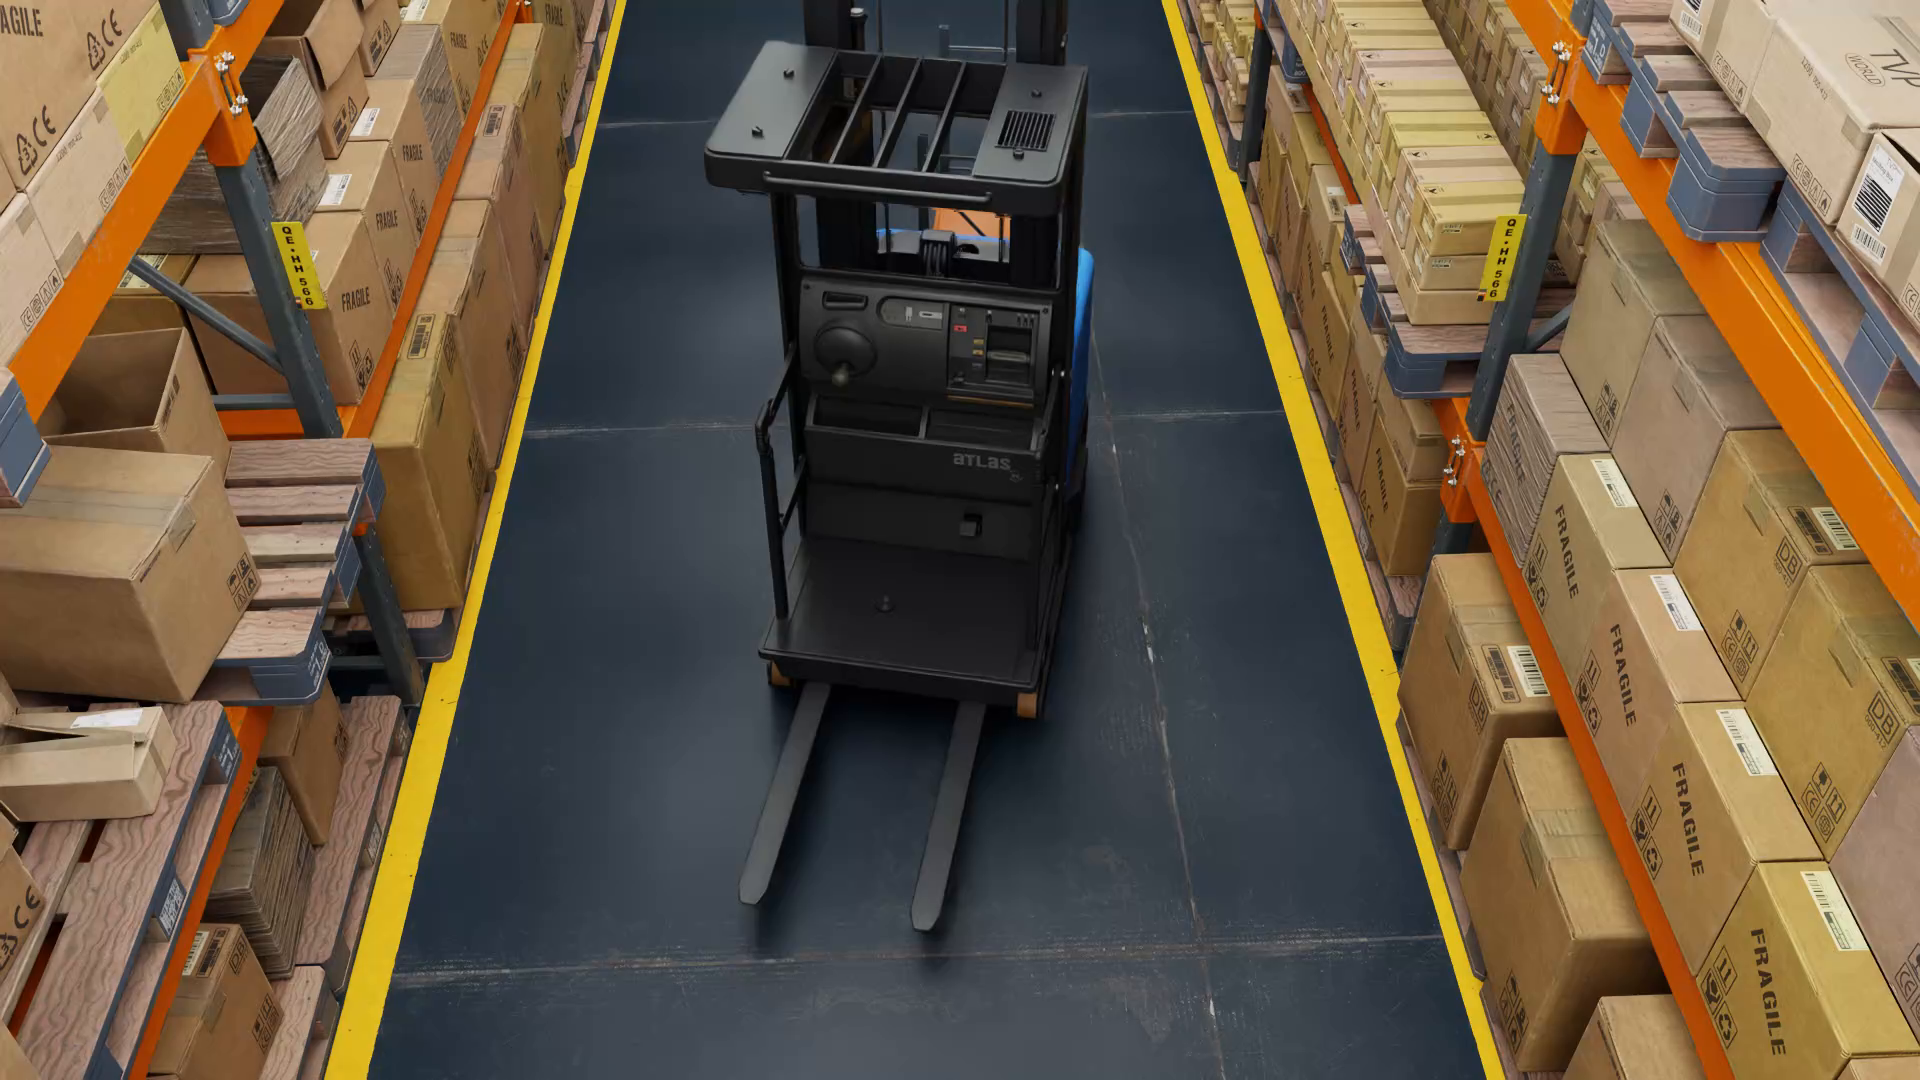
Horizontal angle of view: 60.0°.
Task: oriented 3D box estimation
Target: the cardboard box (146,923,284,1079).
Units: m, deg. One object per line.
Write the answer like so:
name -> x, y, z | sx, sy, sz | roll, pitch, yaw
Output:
cardboard box -> -2.550, 1.509, 5.058 | 0.700, 0.500, 0.500 | 2, 43, 2

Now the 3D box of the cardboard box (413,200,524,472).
cardboard box -> -2.704, -0.899, 7.422 | 1.225, 0.875, 0.875 | -2, 43, -2

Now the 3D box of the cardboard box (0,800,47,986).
cardboard box -> -2.662, 0.881, 3.832 | 0.797, 0.503, 0.637 | 2, 43, 3

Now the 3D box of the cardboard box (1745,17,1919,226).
cardboard box -> 2.126, -0.942, 3.714 | 0.500, 0.250, 0.500 | -1, 43, -1

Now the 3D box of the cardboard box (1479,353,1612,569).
cardboard box -> 2.043, -0.259, 5.388 | 0.500, 0.500, 0.500 | -1, 43, -1

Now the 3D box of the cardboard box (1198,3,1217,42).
cardboard box -> 1.723, -3.291, 10.569 | 0.380, 0.149, 0.250 | -2, 43, -2

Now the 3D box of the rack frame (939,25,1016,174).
rack frame -> 0.154, -1.845, 8.302 | 0.500, 1.500, 0.032 | 3, 43, 3

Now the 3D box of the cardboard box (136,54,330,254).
cardboard box -> -2.681, -1.360, 5.847 | 0.797, 0.503, 0.637 | 0, 43, 0

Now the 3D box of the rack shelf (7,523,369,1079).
rack shelf -> -2.581, 1.156, 4.451 | 1.077, 0.370, 4.000 | -2, 43, -2

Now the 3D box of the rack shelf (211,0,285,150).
rack shelf -> -2.751, -2.650, 6.383 | 1.077, 0.370, 4.000 | -2, 43, -2

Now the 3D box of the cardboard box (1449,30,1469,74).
cardboard box -> 2.397, -2.154, 7.405 | 0.380, 0.149, 0.250 | 0, 43, 0

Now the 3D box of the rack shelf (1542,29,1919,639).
rack shelf -> 2.379, -0.023, 3.518 | 1.077, 0.370, 4.000 | -2, 43, -2

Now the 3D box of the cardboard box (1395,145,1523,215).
cardboard box -> 1.807, -1.302, 6.035 | 0.380, 0.149, 0.250 | -2, 43, -2

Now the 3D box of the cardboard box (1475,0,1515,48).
cardboard box -> 2.404, -2.188, 7.002 | 0.380, 0.149, 0.250 | -2, 43, -2

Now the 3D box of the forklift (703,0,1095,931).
forklift -> -0.166, -0.640, 5.929 | 1.130, 2.935, 3.031 | 7, 43, 7

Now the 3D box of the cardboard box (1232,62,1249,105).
cardboard box -> 1.793, -2.651, 9.650 | 0.380, 0.149, 0.250 | -1, 43, -1

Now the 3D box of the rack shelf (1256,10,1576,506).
rack shelf -> 2.209, -1.618, 7.477 | 1.077, 0.370, 4.000 | -2, 43, -2

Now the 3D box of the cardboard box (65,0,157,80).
cardboard box -> -2.396, -1.471, 4.121 | 0.500, 0.500, 0.500 | -1, 43, -1

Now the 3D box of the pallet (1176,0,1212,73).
pallet -> 2.005, -3.483, 11.044 | 1.003, 0.211, 1.213 | -2, 43, -2

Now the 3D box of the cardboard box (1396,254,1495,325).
cardboard box -> 1.814, -0.915, 6.053 | 0.380, 0.149, 0.250 | -1, 43, -1

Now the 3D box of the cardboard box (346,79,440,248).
cardboard box -> -2.464, -1.526, 6.770 | 0.500, 0.500, 0.500 | -2, 43, -3

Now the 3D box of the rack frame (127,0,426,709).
rack frame -> -2.666, -0.459, 5.680 | 1.000, 3.000, 0.127 | -2, 43, -2

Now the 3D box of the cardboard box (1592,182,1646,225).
cardboard box -> 2.468, -1.135, 5.853 | 0.380, 0.149, 0.250 | -2, 43, -2

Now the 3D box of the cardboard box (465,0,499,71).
cardboard box -> -2.529, -2.554, 7.892 | 0.500, 0.500, 0.500 | 0, 43, 0

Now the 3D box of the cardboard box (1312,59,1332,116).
cardboard box -> 1.750, -1.965, 7.199 | 0.380, 0.149, 0.250 | -3, 43, -4

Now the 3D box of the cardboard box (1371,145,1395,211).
cardboard box -> 1.791, -1.383, 6.344 | 0.380, 0.149, 0.250 | -1, 43, -1

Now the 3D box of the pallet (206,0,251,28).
pallet -> -2.746, -1.928, 5.203 | 1.213, 0.211, 1.003 | 0, 43, 0

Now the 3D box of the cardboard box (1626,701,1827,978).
cardboard box -> 2.108, 0.761, 4.276 | 0.500, 0.500, 0.500 | -2, 43, -2

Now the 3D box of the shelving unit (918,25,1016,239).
shelving unit -> 0.113, -1.509, 7.935 | 0.587, 1.500, 1.083 | 3, 43, 3

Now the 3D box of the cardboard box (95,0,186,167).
cardboard box -> -2.400, -1.196, 4.375 | 0.500, 0.250, 0.500 | -2, 43, -2

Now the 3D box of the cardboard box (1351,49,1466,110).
cardboard box -> 1.776, -1.822, 6.602 | 0.380, 0.149, 0.250 | -2, 43, -2

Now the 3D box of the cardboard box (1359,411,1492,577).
cardboard box -> 2.005, -0.203, 6.941 | 0.500, 0.500, 0.500 | -2, 43, -2

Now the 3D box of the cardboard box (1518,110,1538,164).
cardboard box -> 2.435, -1.570, 6.548 | 0.380, 0.149, 0.250 | -1, 43, -2

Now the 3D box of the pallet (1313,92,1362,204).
pallet -> 2.169, -1.798, 7.283 | 1.003, 0.211, 1.213 | -2, 43, -2

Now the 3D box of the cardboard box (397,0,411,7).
cardboard box -> -2.783, -2.671, 7.278 | 0.797, 0.503, 0.637 | -1, 43, -1

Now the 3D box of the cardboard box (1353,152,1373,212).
cardboard box -> 1.787, -1.425, 6.609 | 0.380, 0.149, 0.250 | -2, 43, -2

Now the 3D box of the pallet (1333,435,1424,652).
pallet -> 2.262, -0.033, 7.279 | 1.003, 0.211, 1.213 | -2, 43, -2

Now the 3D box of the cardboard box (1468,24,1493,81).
cardboard box -> 2.403, -2.088, 7.113 | 0.380, 0.149, 0.250 | 0, 43, 0

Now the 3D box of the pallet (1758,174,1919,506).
pallet -> 2.425, -0.381, 3.516 | 1.003, 0.211, 1.213 | 0, 43, 0

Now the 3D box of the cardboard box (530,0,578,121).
cardboard box -> -2.784, -2.979, 9.691 | 0.875, 0.875, 0.875 | -2, 43, -2

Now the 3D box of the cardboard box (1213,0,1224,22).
cardboard box -> 1.797, -3.357, 10.421 | 0.380, 0.149, 0.250 | -1, 43, -1

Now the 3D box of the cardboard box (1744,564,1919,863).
cardboard box -> 2.372, 0.398, 3.932 | 0.700, 0.500, 0.500 | -2, 43, -2

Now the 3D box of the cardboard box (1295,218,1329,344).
cardboard box -> 1.950, -1.250, 8.083 | 0.500, 0.500, 0.500 | -1, 43, -1

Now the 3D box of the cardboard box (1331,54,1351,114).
cardboard box -> 1.761, -1.896, 6.903 | 0.380, 0.149, 0.250 | -1, 43, -1

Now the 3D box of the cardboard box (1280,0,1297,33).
cardboard box -> 1.715, -2.491, 7.773 | 0.380, 0.149, 0.250 | -1, 43, -1

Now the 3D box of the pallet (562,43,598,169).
pallet -> -2.790, -2.647, 10.131 | 1.003, 0.211, 1.213 | -2, 43, -2

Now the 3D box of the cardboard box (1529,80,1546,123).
cardboard box -> 2.437, -1.658, 6.423 | 0.380, 0.149, 0.250 | -3, 43, -4

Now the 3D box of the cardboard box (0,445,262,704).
cardboard box -> -2.479, 0.087, 4.700 | 0.700, 0.500, 0.500 | 4, 43, 5

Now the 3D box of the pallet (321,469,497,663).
pallet -> -2.624, 0.035, 7.206 | 1.003, 0.211, 1.213 | -2, 43, -2

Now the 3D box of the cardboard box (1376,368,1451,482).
cardboard box -> 2.003, -0.497, 6.706 | 0.500, 0.250, 0.500 | -3, 43, -3

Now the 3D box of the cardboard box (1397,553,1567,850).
cardboard box -> 2.230, 0.555, 5.928 | 1.050, 0.750, 0.750 | -2, 43, -2

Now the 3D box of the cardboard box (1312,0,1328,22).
cardboard box -> 1.737, -2.363, 7.193 | 0.380, 0.149, 0.250 | 0, 43, 0

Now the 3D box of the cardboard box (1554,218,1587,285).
cardboard box -> 2.465, -1.084, 6.238 | 0.380, 0.149, 0.250 | 0, 43, 0

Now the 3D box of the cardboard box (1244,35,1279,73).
cardboard box -> 1.849, -2.789, 9.582 | 0.380, 0.149, 0.250 | -1, 43, -1

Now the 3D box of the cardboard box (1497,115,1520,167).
cardboard box -> 2.427, -1.628, 6.831 | 0.380, 0.149, 0.250 | 0, 43, 0

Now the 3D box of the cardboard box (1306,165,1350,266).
cardboard box -> 1.934, -1.533, 7.836 | 0.500, 0.250, 0.500 | 0, 43, 0

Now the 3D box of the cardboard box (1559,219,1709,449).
cardboard box -> 2.303, -0.635, 5.059 | 0.700, 0.500, 0.500 | -2, 43, -2

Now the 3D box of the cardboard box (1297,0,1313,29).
cardboard box -> 1.731, -2.420, 7.474 | 0.380, 0.149, 0.250 | 0, 43, 0
